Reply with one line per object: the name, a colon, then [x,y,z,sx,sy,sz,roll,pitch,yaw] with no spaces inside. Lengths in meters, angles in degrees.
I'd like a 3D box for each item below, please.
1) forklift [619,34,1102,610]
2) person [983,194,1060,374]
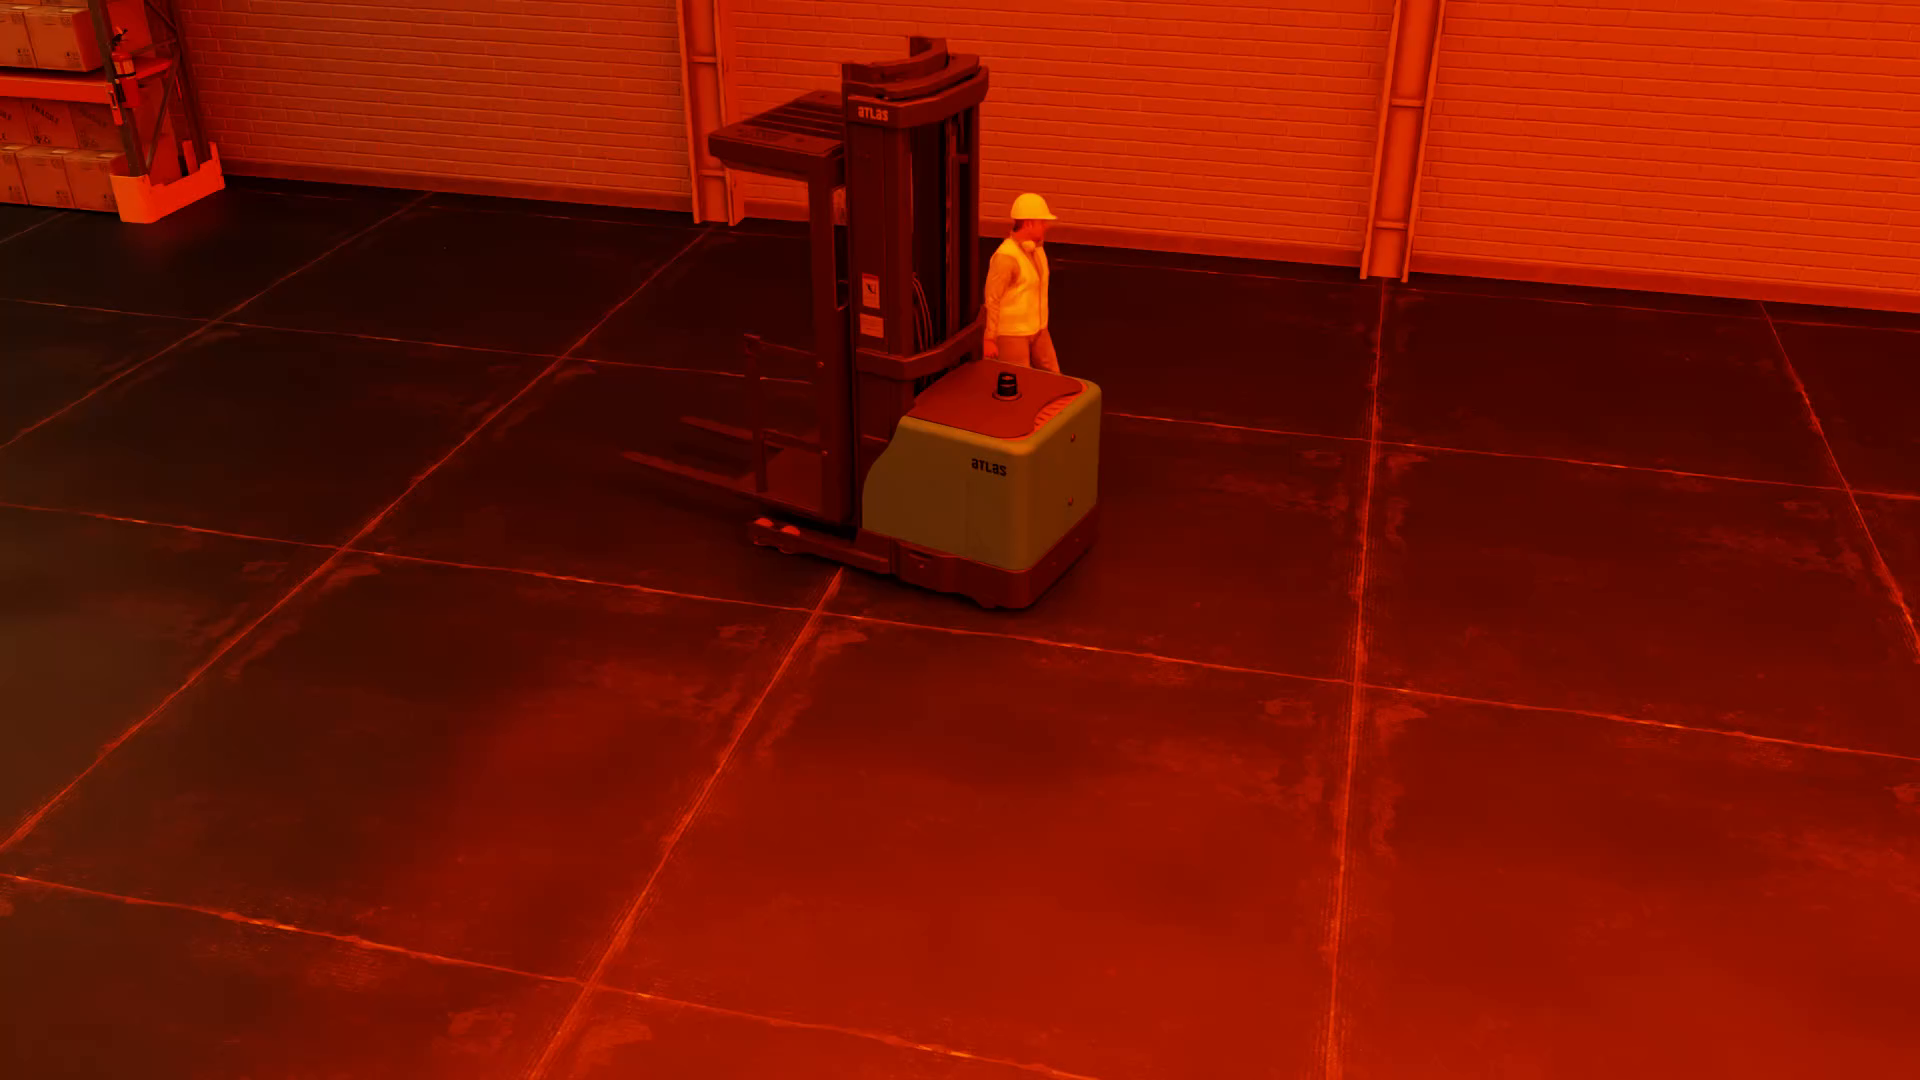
forklift: [-0.707,-1.400,9.641,3.031,2.935,1.130,16,33,25]
person: [0.379,-1.370,10.755,0.393,1.732,0.764,18,34,28]
